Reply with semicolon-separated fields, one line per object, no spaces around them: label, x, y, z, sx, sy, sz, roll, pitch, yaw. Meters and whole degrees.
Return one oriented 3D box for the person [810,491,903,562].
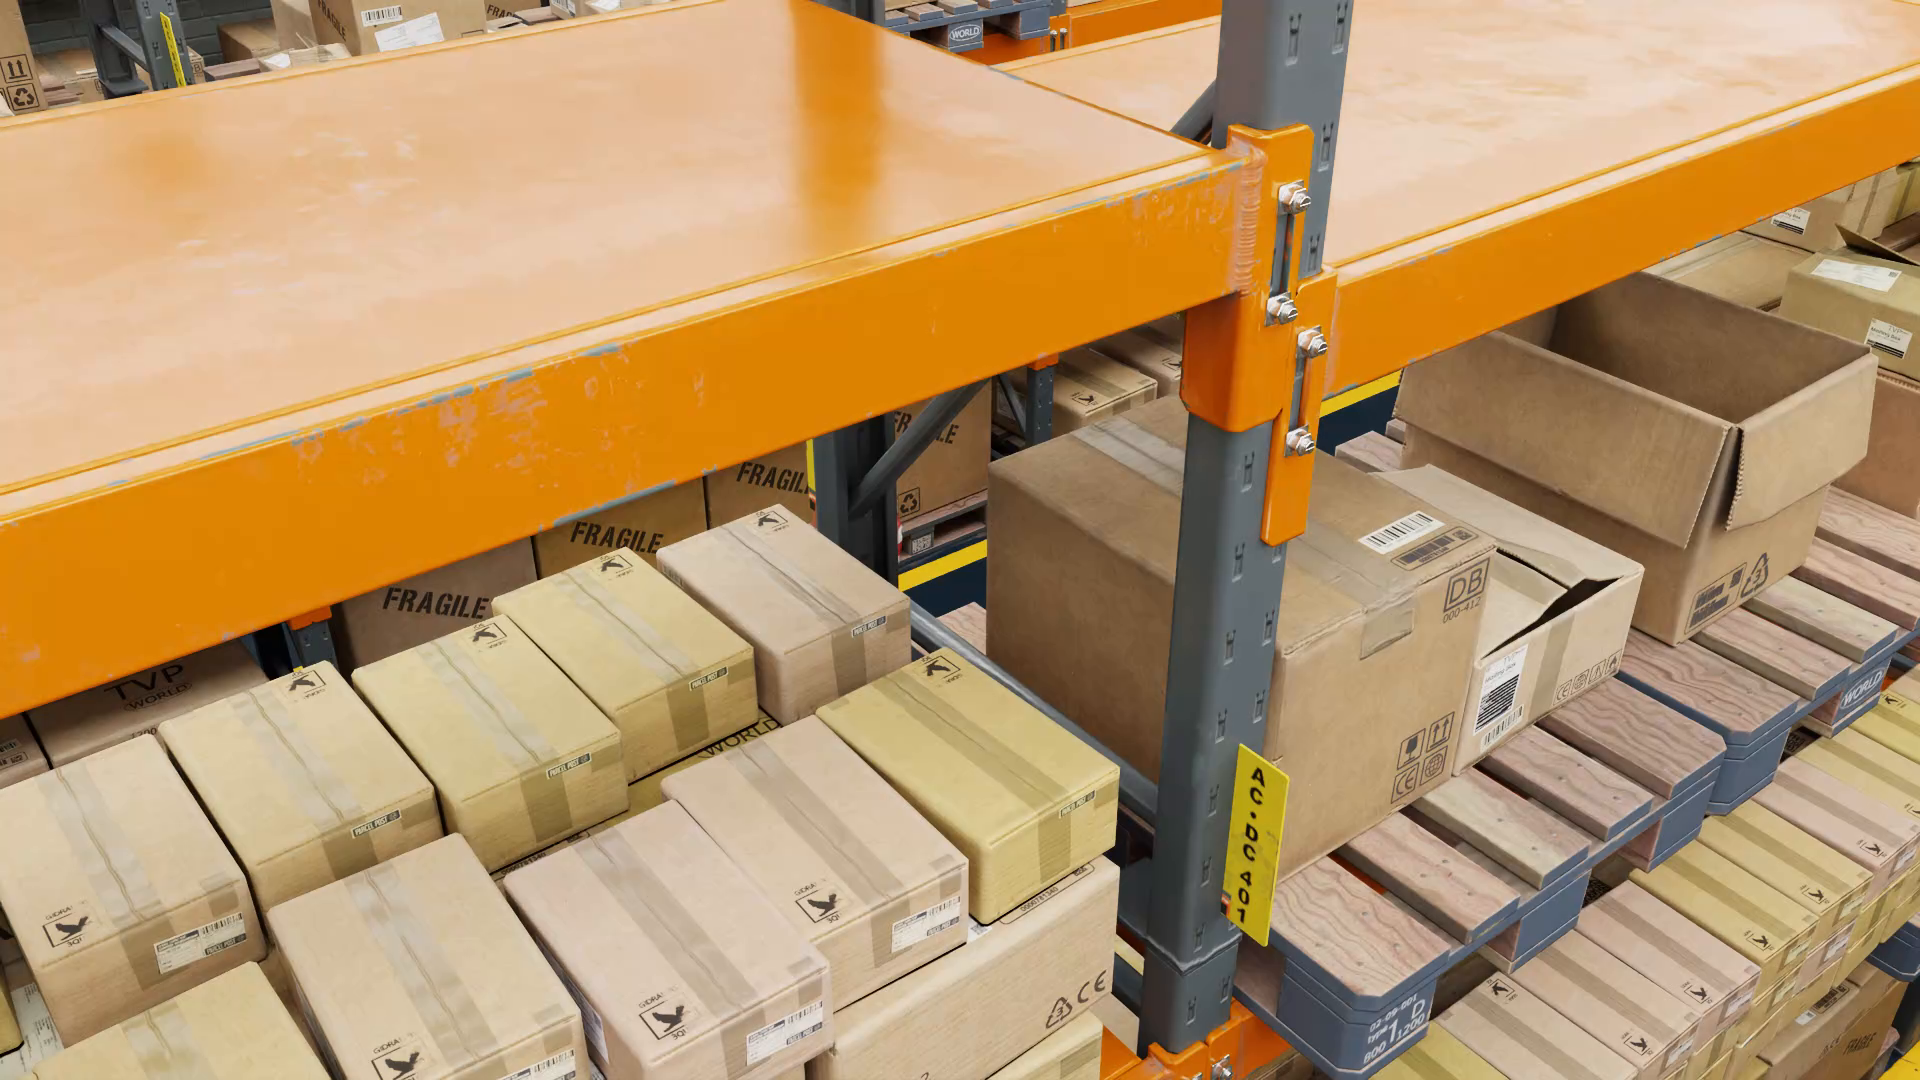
person;-0.503;0.086;7.483;0.449;1.779;0.609;-22;38;-31
